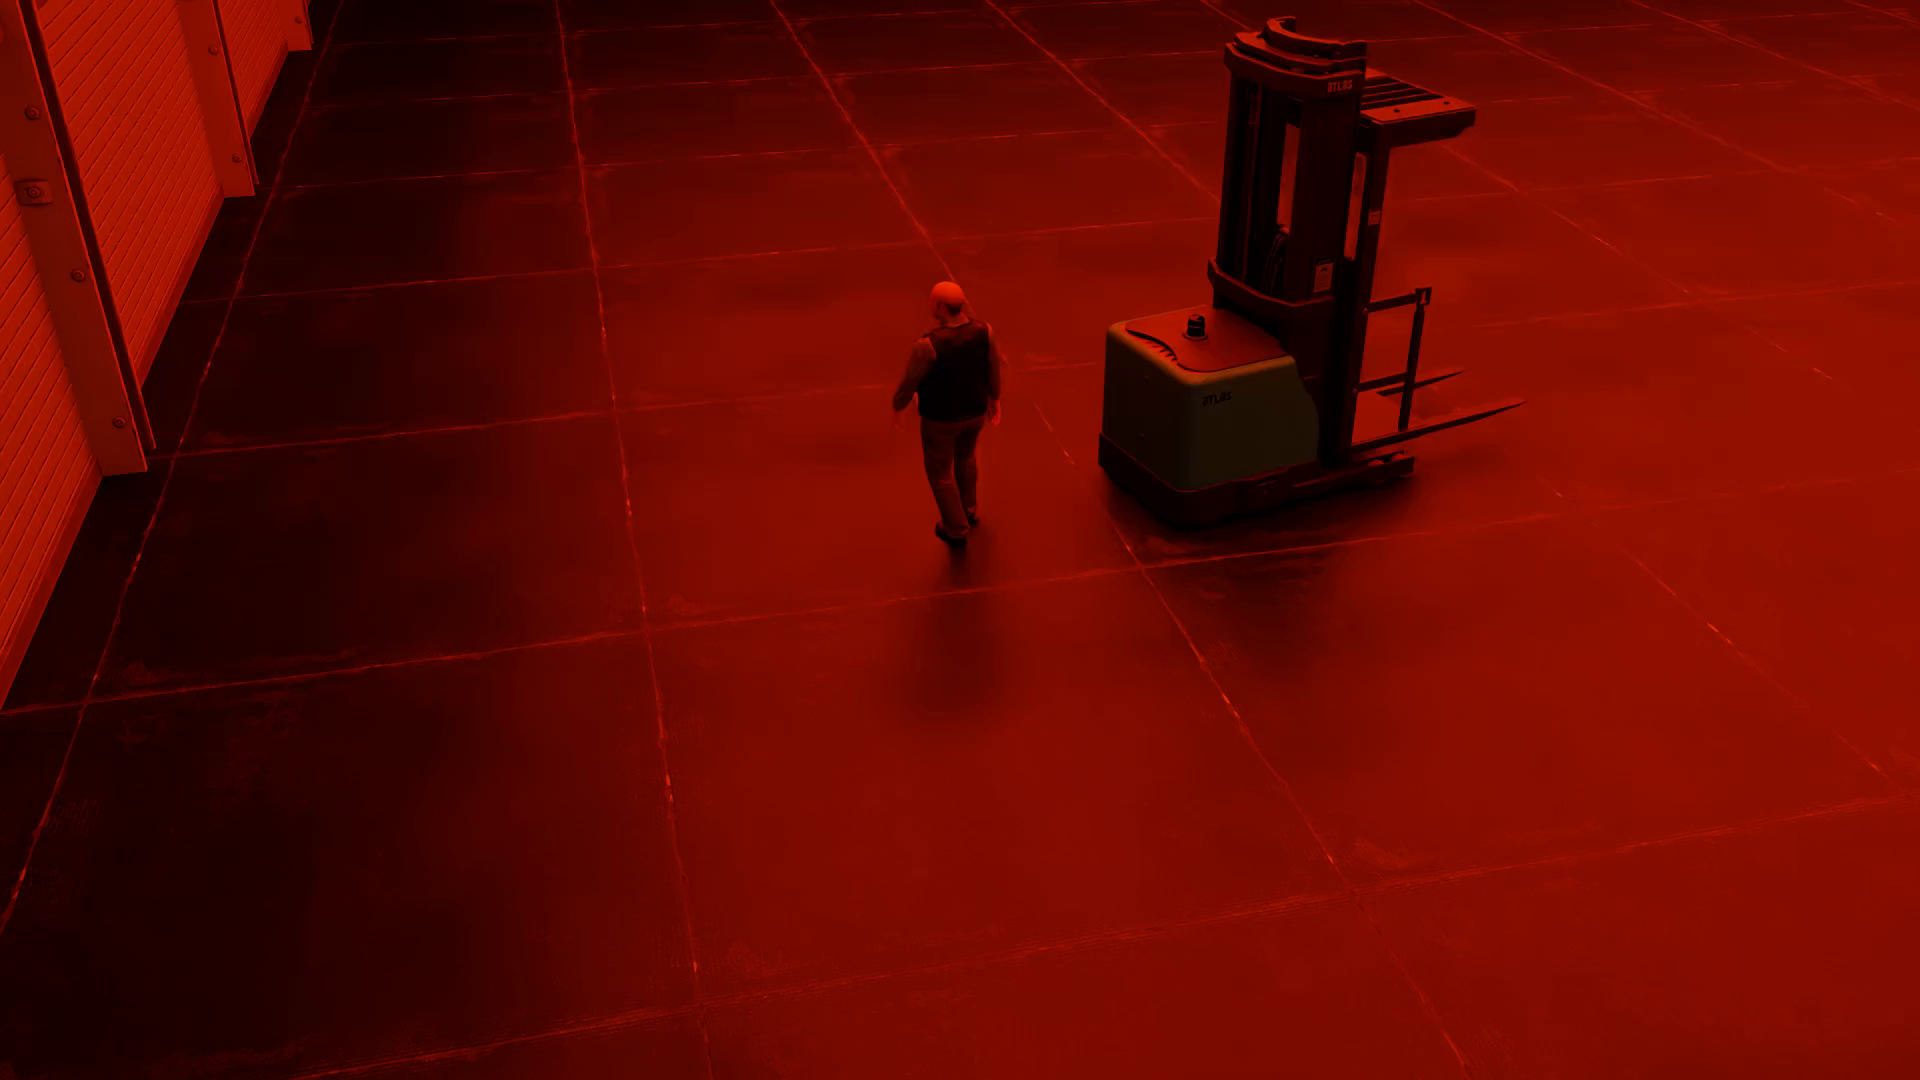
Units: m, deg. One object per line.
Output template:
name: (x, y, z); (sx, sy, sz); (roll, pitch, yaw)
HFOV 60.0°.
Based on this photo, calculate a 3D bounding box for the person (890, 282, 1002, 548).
person: (-0.091, -0.802, 10.197); (0.670, 1.710, 0.559); (-19, 35, -29)

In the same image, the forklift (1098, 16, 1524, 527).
forklift: (2.485, -1.859, 10.786); (3.031, 2.935, 1.130); (-14, 33, -23)
